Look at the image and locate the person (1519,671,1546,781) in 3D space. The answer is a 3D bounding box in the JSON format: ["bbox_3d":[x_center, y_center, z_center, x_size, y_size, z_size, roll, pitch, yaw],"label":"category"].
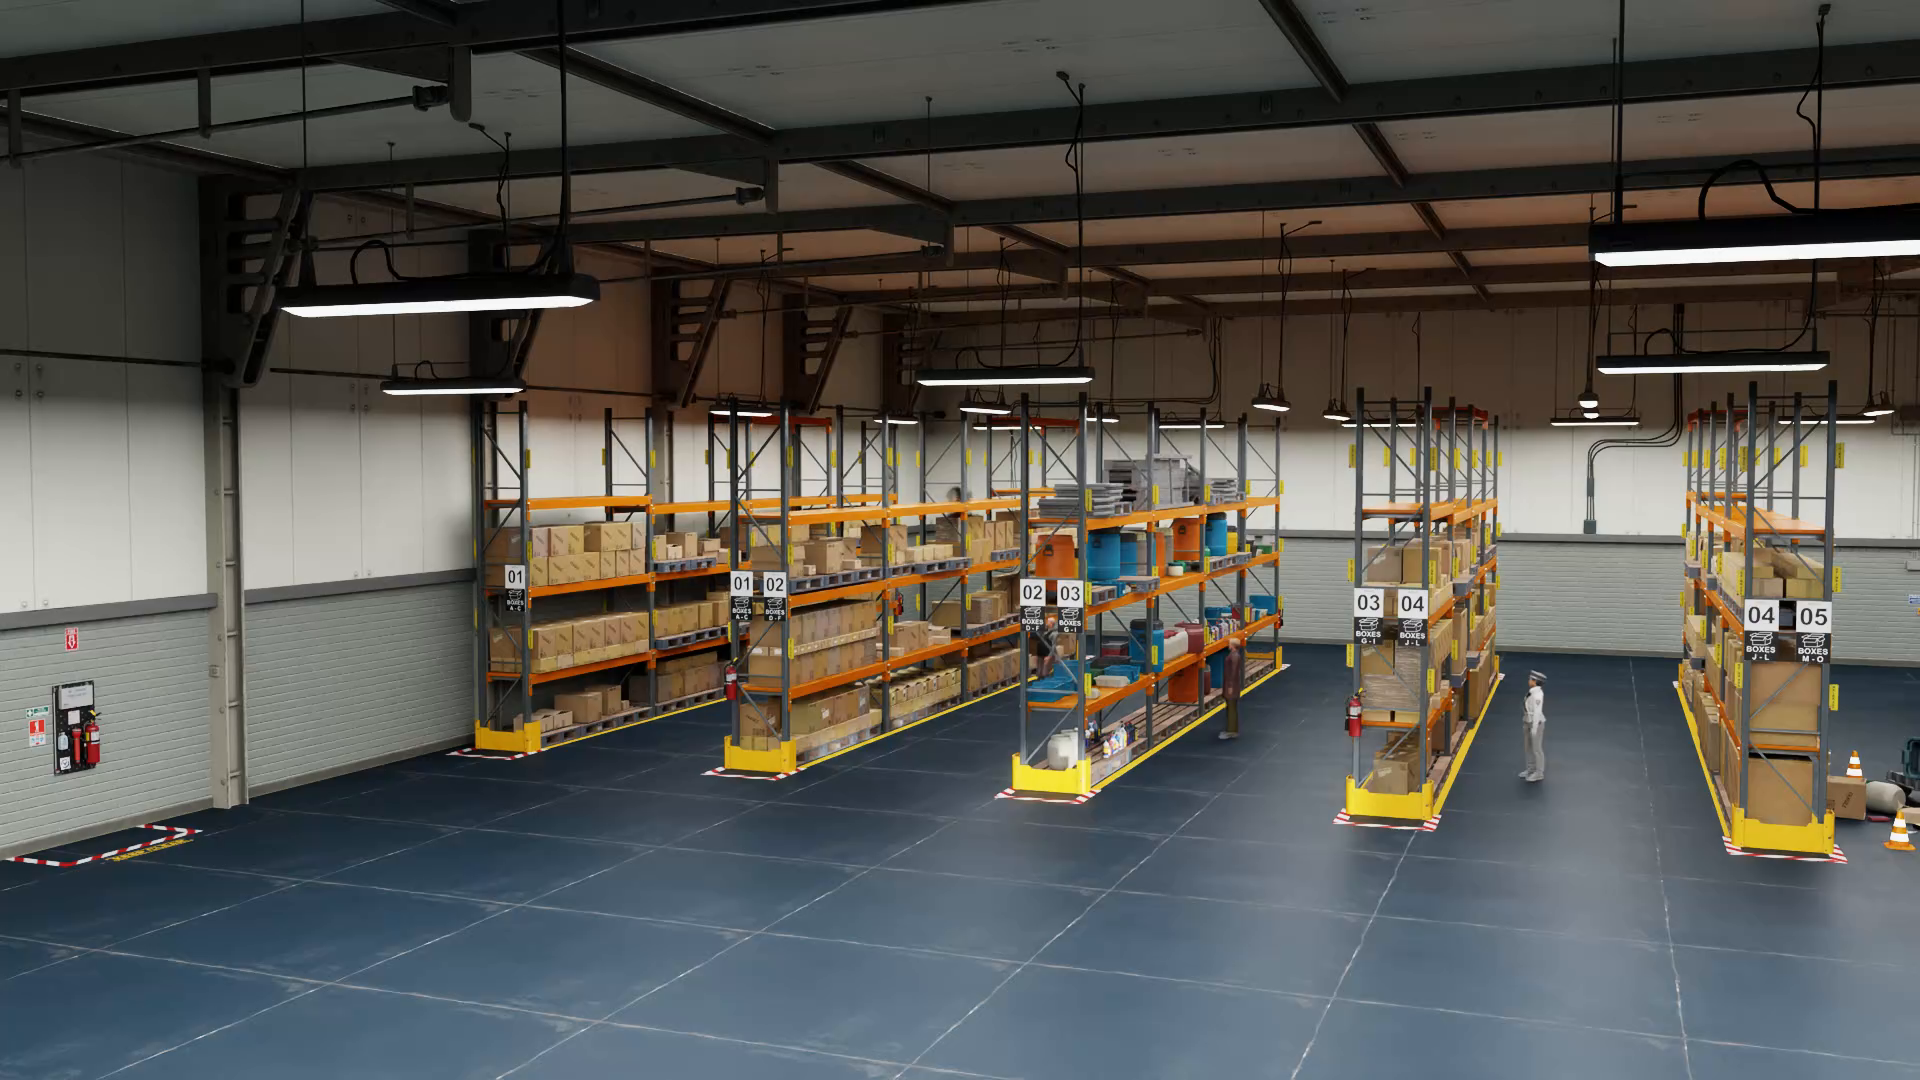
[{"bbox_3d":[8.953,2.884,25.980,0.391,1.697,0.515,0,3,-7],"label":"person"}]

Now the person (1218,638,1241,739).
[{"bbox_3d":[4.856,2.651,29.978,0.488,1.782,0.605,0,3,-1],"label":"person"}]

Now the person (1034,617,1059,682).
[{"bbox_3d":[1.793,2.489,34.868,0.468,1.739,0.581,-2,4,-42],"label":"person"}]
